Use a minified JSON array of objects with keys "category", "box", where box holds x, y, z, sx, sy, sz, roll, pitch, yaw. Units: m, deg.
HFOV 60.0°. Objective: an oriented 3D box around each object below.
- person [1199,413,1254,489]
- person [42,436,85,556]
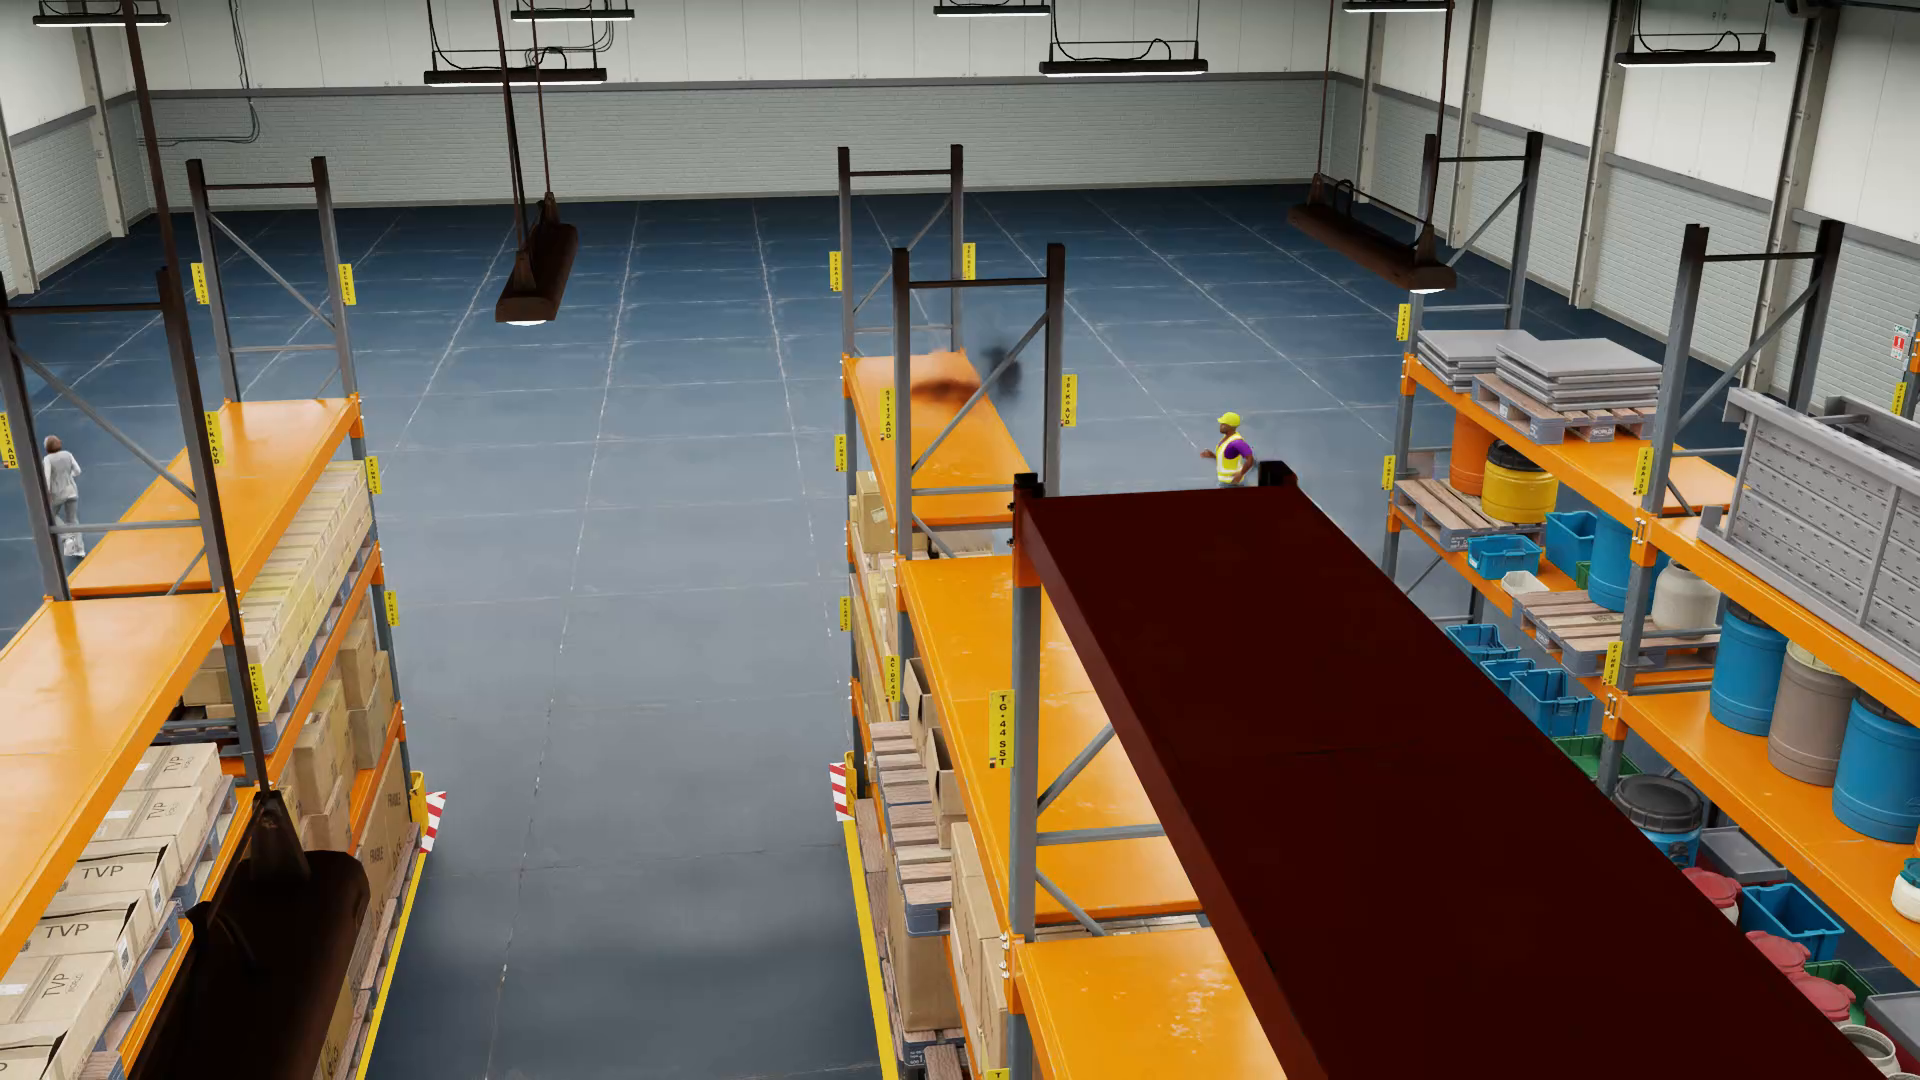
[{"category":"person","box":[3.430,-0.742,21.155,0.821,1.828,0.643,4,22,9]},{"category":"person","box":[-11.306,-0.569,20.931,0.585,1.565,0.536,16,27,35]}]
